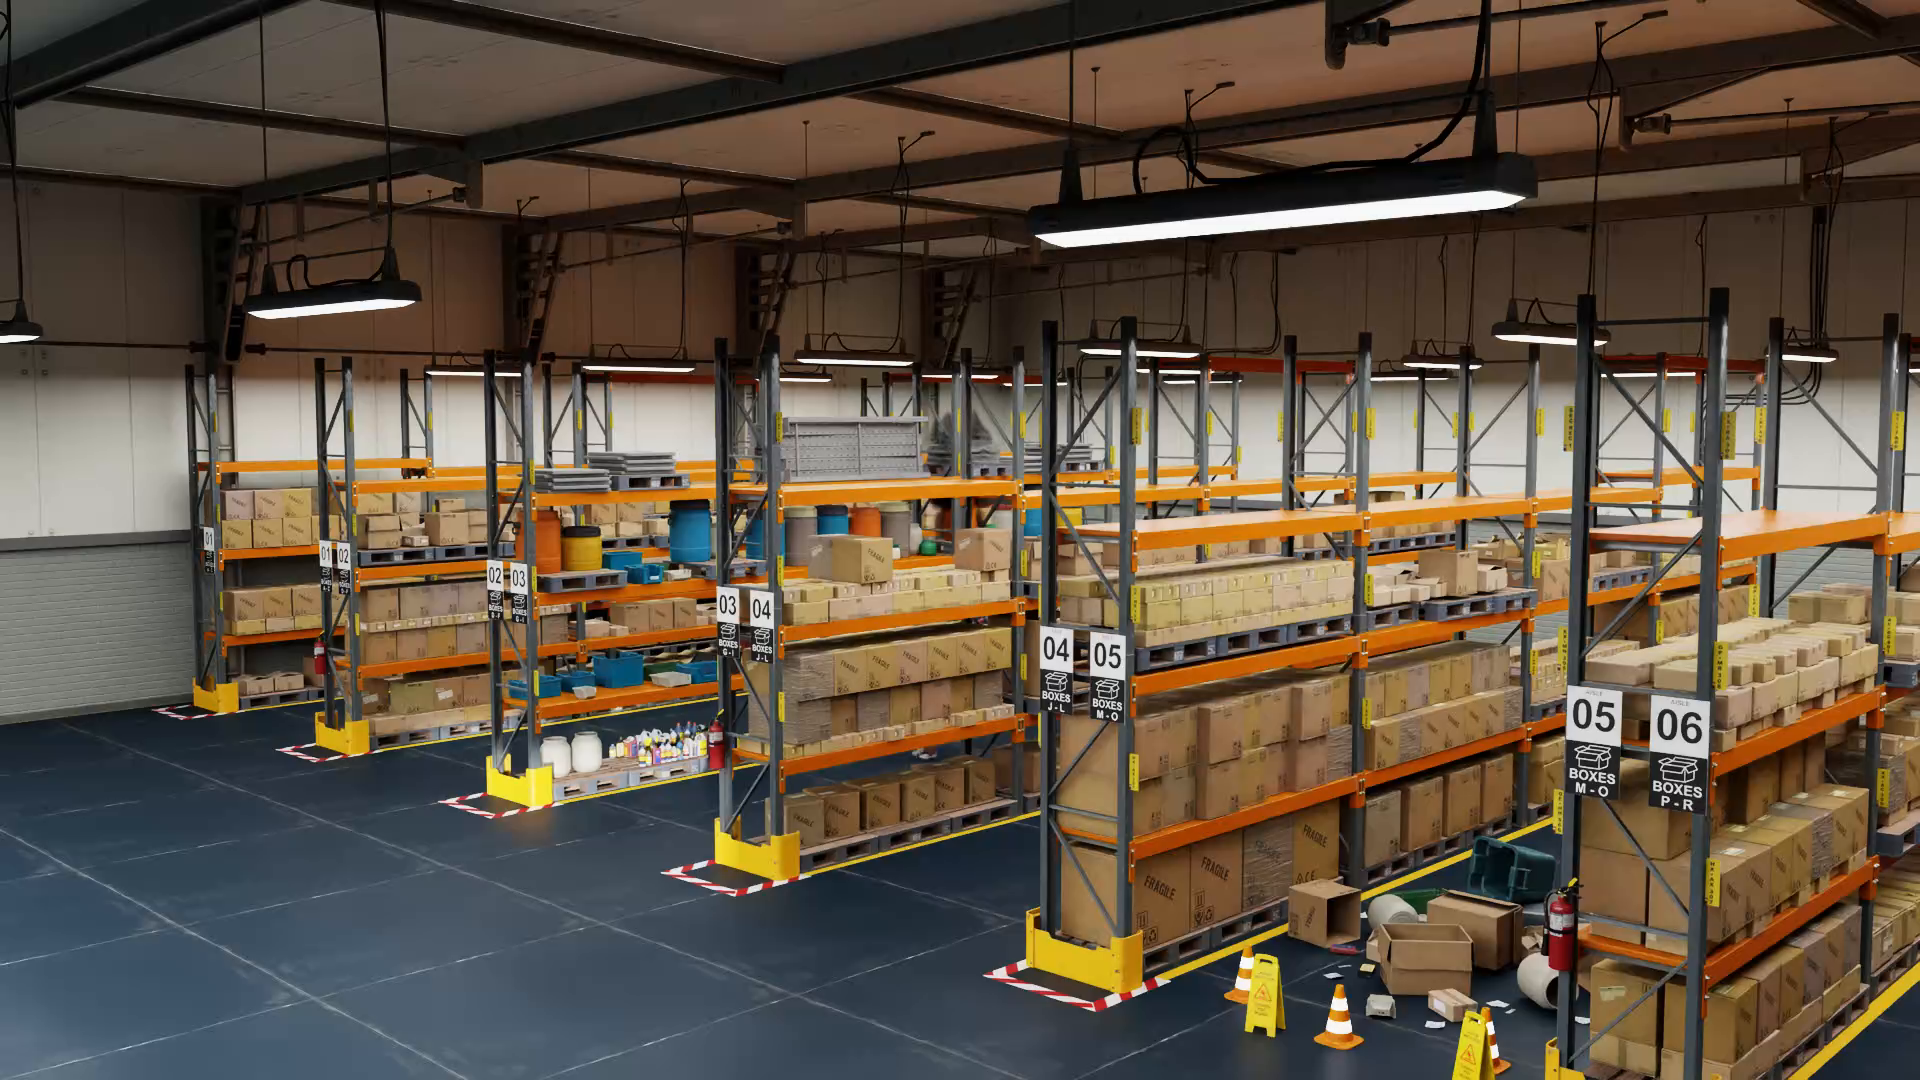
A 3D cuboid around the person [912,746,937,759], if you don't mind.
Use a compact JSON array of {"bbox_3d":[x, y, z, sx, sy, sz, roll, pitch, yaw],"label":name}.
[{"bbox_3d":[-0.586,2.473,24.587,0.623,1.583,0.545,-4,6,-40],"label":"person"}]
